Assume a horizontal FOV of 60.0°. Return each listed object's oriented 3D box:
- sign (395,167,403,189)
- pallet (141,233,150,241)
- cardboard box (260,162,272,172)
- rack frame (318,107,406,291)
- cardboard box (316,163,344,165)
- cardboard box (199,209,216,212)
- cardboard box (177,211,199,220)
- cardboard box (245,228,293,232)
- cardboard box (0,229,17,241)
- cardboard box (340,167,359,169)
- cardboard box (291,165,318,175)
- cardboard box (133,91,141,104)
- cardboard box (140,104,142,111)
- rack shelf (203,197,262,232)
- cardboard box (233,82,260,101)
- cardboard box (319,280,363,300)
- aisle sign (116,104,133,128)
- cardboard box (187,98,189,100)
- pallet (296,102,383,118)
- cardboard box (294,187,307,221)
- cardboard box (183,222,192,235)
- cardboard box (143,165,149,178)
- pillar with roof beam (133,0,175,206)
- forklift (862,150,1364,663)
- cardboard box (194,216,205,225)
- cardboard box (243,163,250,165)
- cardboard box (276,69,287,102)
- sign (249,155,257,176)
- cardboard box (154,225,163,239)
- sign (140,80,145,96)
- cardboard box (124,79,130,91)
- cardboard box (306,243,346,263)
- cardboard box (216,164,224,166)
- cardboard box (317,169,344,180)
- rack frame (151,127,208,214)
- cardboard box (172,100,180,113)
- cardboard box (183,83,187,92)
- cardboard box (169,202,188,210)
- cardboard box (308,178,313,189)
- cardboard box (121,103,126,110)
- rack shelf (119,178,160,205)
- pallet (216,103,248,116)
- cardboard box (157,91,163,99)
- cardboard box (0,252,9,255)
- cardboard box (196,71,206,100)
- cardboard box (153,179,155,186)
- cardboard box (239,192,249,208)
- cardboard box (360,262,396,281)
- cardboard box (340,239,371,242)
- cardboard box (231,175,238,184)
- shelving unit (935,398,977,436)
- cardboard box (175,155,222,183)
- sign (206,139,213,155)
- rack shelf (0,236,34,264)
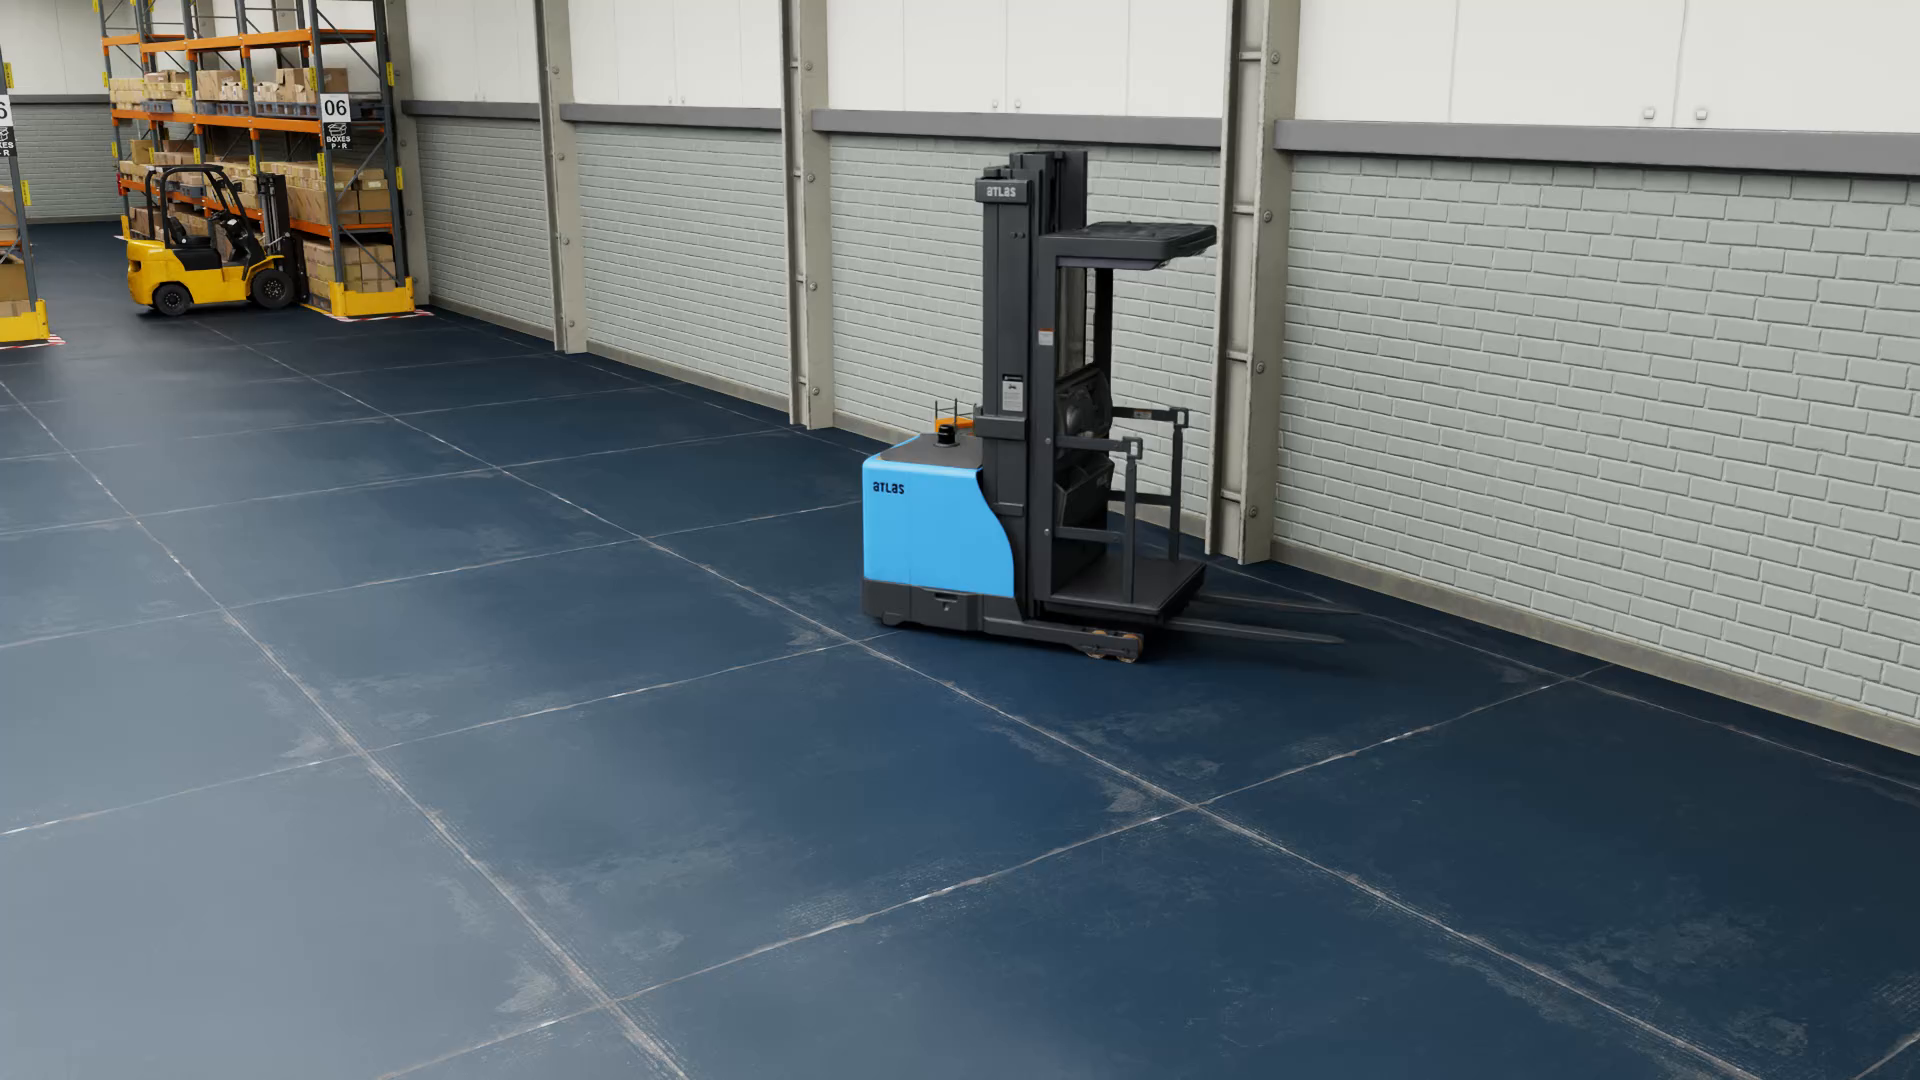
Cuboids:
[{"bbox_3d":[-8.416,-5.429,24.939,0.100,0.325,0.005,-11,19,-35],"label":"sign"},{"bbox_3d":[-17.048,-6.513,35.973,1.003,0.211,1.213,-11,19,-35],"label":"pallet"},{"bbox_3d":[-11.273,-6.133,27.319,0.380,0.149,0.250,-10,18,-33],"label":"cardboard box"},{"bbox_3d":[-8.868,-4.888,24.753,1.000,3.000,0.127,-11,19,-35],"label":"rack frame"},{"bbox_3d":[-10.173,-6.009,26.867,0.380,0.149,0.250,-11,19,-35],"label":"cardboard box"},{"bbox_3d":[-15.315,-6.671,33.979,0.380,0.149,0.250,-11,19,-35],"label":"cardboard box"},{"bbox_3d":[-15.543,-6.542,33.508,0.380,0.149,0.250,-12,19,-37],"label":"cardboard box"},{"bbox_3d":[-12.430,-5.236,29.728,0.875,0.625,0.625,-12,19,-37],"label":"cardboard box"},{"bbox_3d":[-12.913,-4.100,22.351,0.380,0.149,0.250,-11,19,-34],"label":"cardboard box"},{"bbox_3d":[-9.320,-5.668,25.621,0.380,0.149,0.250,-11,19,-34],"label":"cardboard box"},{"bbox_3d":[-10.290,-5.819,26.175,0.380,0.149,0.250,-11,19,-34],"label":"cardboard box"},{"bbox_3d":[-16.724,-9.142,34.334,0.500,0.250,0.500,-12,19,-36],"label":"cardboard box"},{"bbox_3d":[-16.666,-8.919,34.273,0.380,0.149,0.250,-10,18,-33],"label":"cardboard box"},{"bbox_3d":[-12.396,-5.822,29.530,1.077,0.370,4.000,-11,19,-35],"label":"rack shelf"},{"bbox_3d":[-11.843,-7.514,27.848,0.500,0.311,0.500,-12,19,-36],"label":"cardboard box"},{"bbox_3d":[-9.400,-3.816,25.248,0.500,0.250,0.500,-11,19,-34],"label":"cardboard box"},{"bbox_3d":[-18.553,-9.528,36.780,0.394,0.787,0.004,-11,19,-35],"label":"aisle sign"},{"bbox_3d":[-14.246,-8.320,31.139,0.380,0.149,0.250,-10,18,-33],"label":"cardboard box"},{"bbox_3d":[-9.263,-6.447,24.935,1.003,0.211,1.213,-11,19,-35],"label":"pallet"},{"bbox_3d":[-9.969,-5.222,25.785,0.500,0.500,0.500,-11,19,-36],"label":"cardboard box"},{"bbox_3d":[-14.911,-5.978,32.675,0.500,0.500,0.500,-12,19,-37],"label":"cardboard box"},{"bbox_3d":[-16.727,-7.697,34.738,0.500,0.250,0.500,-11,19,-34],"label":"cardboard box"},{"bbox_3d":[-22.614,-11.246,36.618,9.100,9.000,0.400,-11,19,-35],"label":"pillar with roof beam"},{"bbox_3d":[0.942,-0.842,10.102,3.031,2.935,1.130,6,17,22],"label":"forklift"},{"bbox_3d":[-14.638,-6.205,32.277,0.380,0.149,0.250,-11,19,-35],"label":"cardboard box"},{"bbox_3d":[-12.870,-6.816,30.380,0.380,0.149,0.250,-11,19,-35],"label":"cardboard box"},{"bbox_3d":[-10.160,-7.057,25.816,0.797,0.503,0.637,-10,18,-33],"label":"cardboard box"},{"bbox_3d":[-11.653,-6.176,27.416,0.100,0.325,0.005,-11,19,-35],"label":"sign"},{"bbox_3d":[-16.699,-6.484,34.968,0.396,0.266,0.258,-10,18,-33],"label":"cardboard box"},{"bbox_3d":[-16.358,-9.061,33.338,0.100,0.325,0.005,-11,19,-35],"label":"sign"},{"bbox_3d":[-17.320,-9.606,35.083,0.500,0.250,0.500,-10,18,-33],"label":"cardboard box"},{"bbox_3d":[-9.696,-4.405,25.506,0.500,0.250,0.500,-10,18,-34],"label":"cardboard box"},{"bbox_3d":[-13.129,-6.682,29.890,0.380,0.149,0.250,-11,19,-34],"label":"cardboard box"},{"bbox_3d":[-9.419,-5.484,24.950,0.380,0.149,0.250,-11,19,-34],"label":"cardboard box"},{"bbox_3d":[-15.924,-7.451,34.116,1.000,3.000,0.127,-11,19,-35],"label":"rack frame"},{"bbox_3d":[-14.661,-8.257,31.664,0.500,0.250,0.500,-11,19,-35],"label":"cardboard box"},{"bbox_3d":[-14.280,-8.456,31.071,0.380,0.149,0.250,-12,19,-36],"label":"cardboard box"},{"bbox_3d":[-15.879,-6.795,33.869,0.380,0.149,0.250,-11,19,-35],"label":"cardboard box"},{"bbox_3d":[-9.713,-5.449,25.386,0.380,0.149,0.250,-11,19,-35],"label":"cardboard box"},{"bbox_3d":[-17.741,-9.293,35.641,0.380,0.149,0.250,-11,19,-35],"label":"cardboard box"},{"bbox_3d":[-17.100,-7.531,35.771,1.077,0.370,4.000,-11,19,-35],"label":"rack shelf"},{"bbox_3d":[-12.441,-7.583,29.274,1.003,0.211,1.213,-10,18,-32],"label":"pallet"},{"bbox_3d":[-15.325,-8.628,32.227,0.380,0.149,0.250,-10,18,-33],"label":"cardboard box"},{"bbox_3d":[-14.067,-3.907,24.162,0.500,0.500,0.500,-10,18,-32],"label":"cardboard box"},{"bbox_3d":[-13.343,-8.150,29.814,0.500,0.500,0.500,-11,19,-34],"label":"cardboard box"},{"bbox_3d":[-16.486,-7.410,34.445,0.380,0.149,0.250,-10,18,-33],"label":"cardboard box"},{"bbox_3d":[-12.028,-5.843,28.528,0.500,0.250,0.500,-11,19,-35],"label":"cardboard box"},{"bbox_3d":[-8.977,-4.138,25.480,0.500,0.250,0.500,-10,18,-34],"label":"cardboard box"},{"bbox_3d":[-9.580,-4.593,26.195,0.500,0.250,0.500,-11,19,-35],"label":"cardboard box"},{"bbox_3d":[-12.320,-6.195,28.866,0.500,0.250,0.500,-10,18,-33],"label":"cardboard box"},{"bbox_3d":[-0.031,-0.518,12.479,0.215,1.050,0.252,-11,19,-35],"label":"shelving unit"},{"bbox_3d":[-14.681,-7.169,32.095,0.797,0.503,0.637,-11,19,-36],"label":"cardboard box"},{"bbox_3d":[-15.477,-8.096,34.280,0.100,0.325,0.005,-11,19,-35],"label":"sign"},{"bbox_3d":[-14.057,-4.197,23.591,1.077,0.370,4.000,-11,19,-35],"label":"rack shelf"}]
